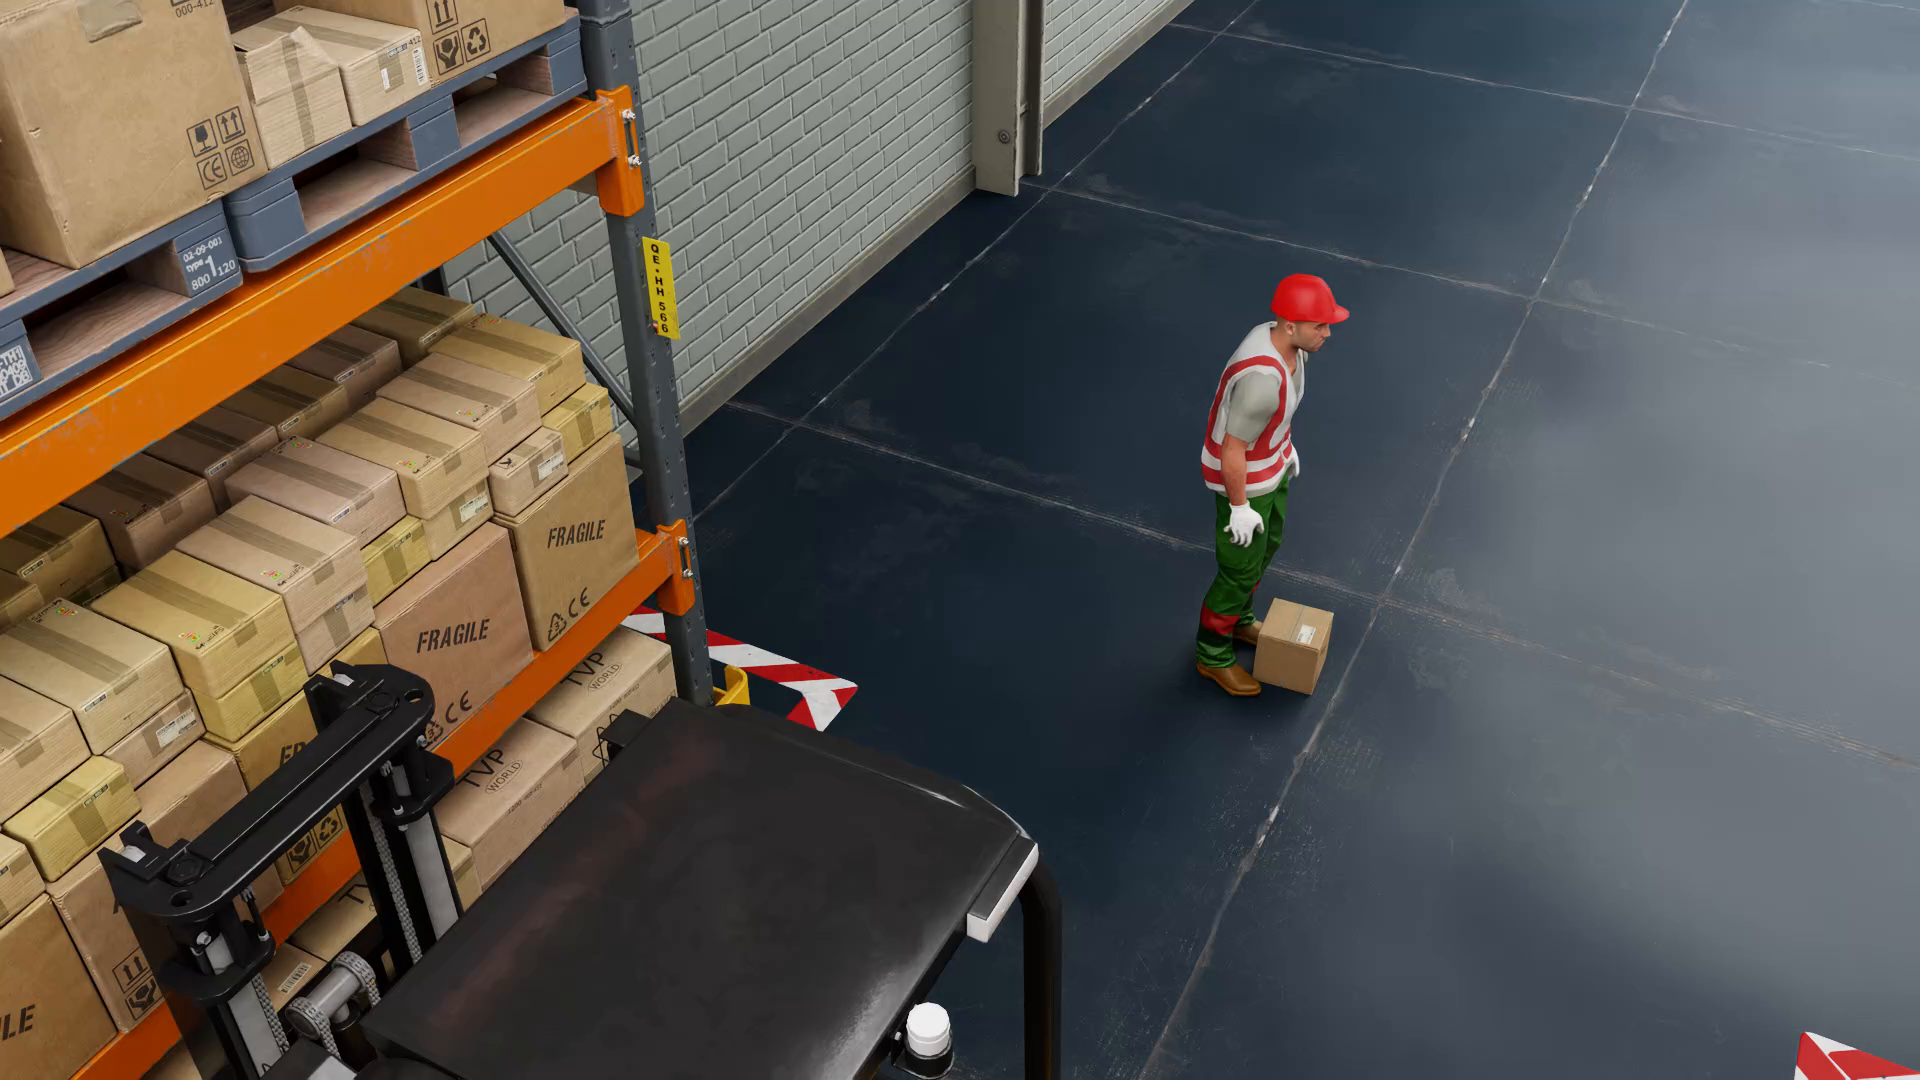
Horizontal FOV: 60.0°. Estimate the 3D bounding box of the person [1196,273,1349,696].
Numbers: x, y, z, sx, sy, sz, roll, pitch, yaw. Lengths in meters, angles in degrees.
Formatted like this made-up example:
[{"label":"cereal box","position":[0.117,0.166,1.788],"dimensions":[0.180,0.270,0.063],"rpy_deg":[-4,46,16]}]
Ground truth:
[{"label":"person","position":[1.167,-0.233,6.441],"dimensions":[0.454,1.779,0.610],"rpy_deg":[17,41,21]}]
